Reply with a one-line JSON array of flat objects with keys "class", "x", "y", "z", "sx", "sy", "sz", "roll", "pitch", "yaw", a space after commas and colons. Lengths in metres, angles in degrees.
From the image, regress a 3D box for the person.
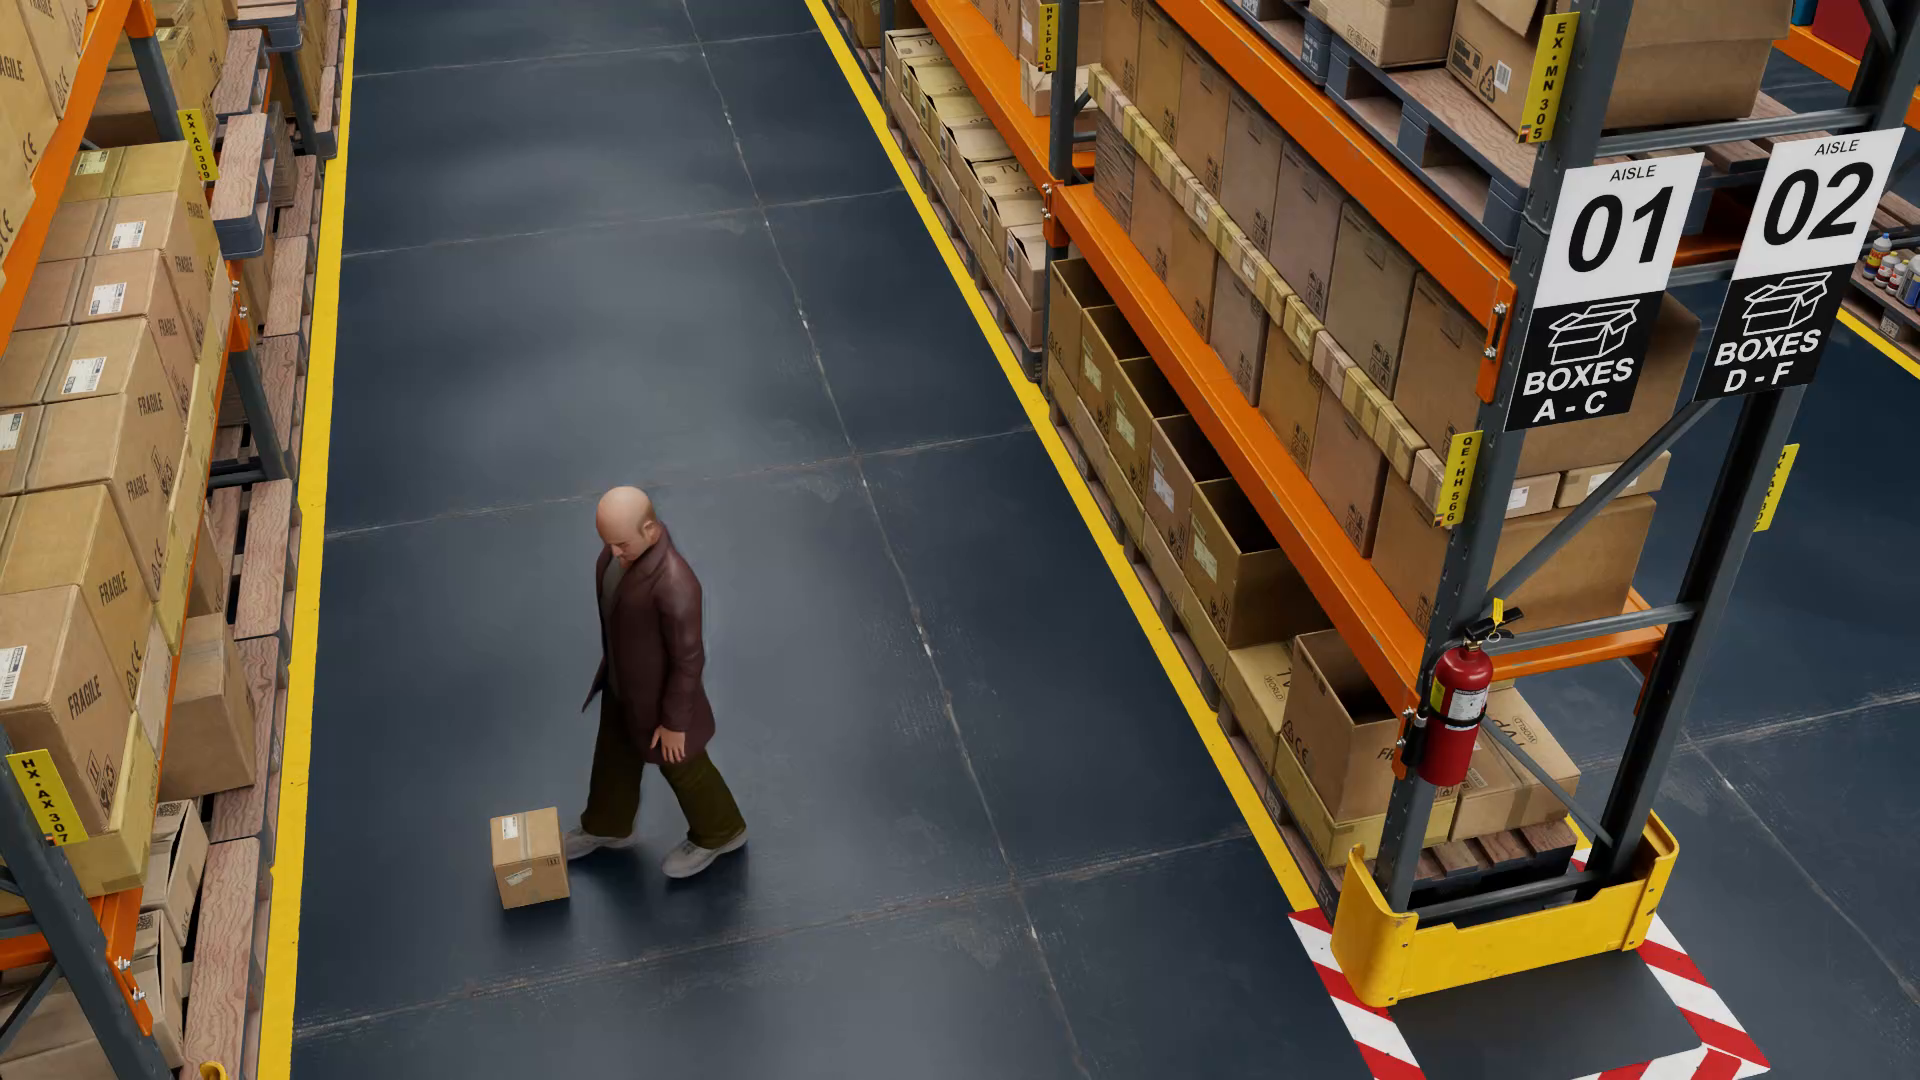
[{"class": "person", "x": -1.200, "y": 0.555, "z": 5.980, "sx": 0.739, "sy": 1.764, "sz": 0.631, "roll": -20, "pitch": 42, "yaw": -24}]
